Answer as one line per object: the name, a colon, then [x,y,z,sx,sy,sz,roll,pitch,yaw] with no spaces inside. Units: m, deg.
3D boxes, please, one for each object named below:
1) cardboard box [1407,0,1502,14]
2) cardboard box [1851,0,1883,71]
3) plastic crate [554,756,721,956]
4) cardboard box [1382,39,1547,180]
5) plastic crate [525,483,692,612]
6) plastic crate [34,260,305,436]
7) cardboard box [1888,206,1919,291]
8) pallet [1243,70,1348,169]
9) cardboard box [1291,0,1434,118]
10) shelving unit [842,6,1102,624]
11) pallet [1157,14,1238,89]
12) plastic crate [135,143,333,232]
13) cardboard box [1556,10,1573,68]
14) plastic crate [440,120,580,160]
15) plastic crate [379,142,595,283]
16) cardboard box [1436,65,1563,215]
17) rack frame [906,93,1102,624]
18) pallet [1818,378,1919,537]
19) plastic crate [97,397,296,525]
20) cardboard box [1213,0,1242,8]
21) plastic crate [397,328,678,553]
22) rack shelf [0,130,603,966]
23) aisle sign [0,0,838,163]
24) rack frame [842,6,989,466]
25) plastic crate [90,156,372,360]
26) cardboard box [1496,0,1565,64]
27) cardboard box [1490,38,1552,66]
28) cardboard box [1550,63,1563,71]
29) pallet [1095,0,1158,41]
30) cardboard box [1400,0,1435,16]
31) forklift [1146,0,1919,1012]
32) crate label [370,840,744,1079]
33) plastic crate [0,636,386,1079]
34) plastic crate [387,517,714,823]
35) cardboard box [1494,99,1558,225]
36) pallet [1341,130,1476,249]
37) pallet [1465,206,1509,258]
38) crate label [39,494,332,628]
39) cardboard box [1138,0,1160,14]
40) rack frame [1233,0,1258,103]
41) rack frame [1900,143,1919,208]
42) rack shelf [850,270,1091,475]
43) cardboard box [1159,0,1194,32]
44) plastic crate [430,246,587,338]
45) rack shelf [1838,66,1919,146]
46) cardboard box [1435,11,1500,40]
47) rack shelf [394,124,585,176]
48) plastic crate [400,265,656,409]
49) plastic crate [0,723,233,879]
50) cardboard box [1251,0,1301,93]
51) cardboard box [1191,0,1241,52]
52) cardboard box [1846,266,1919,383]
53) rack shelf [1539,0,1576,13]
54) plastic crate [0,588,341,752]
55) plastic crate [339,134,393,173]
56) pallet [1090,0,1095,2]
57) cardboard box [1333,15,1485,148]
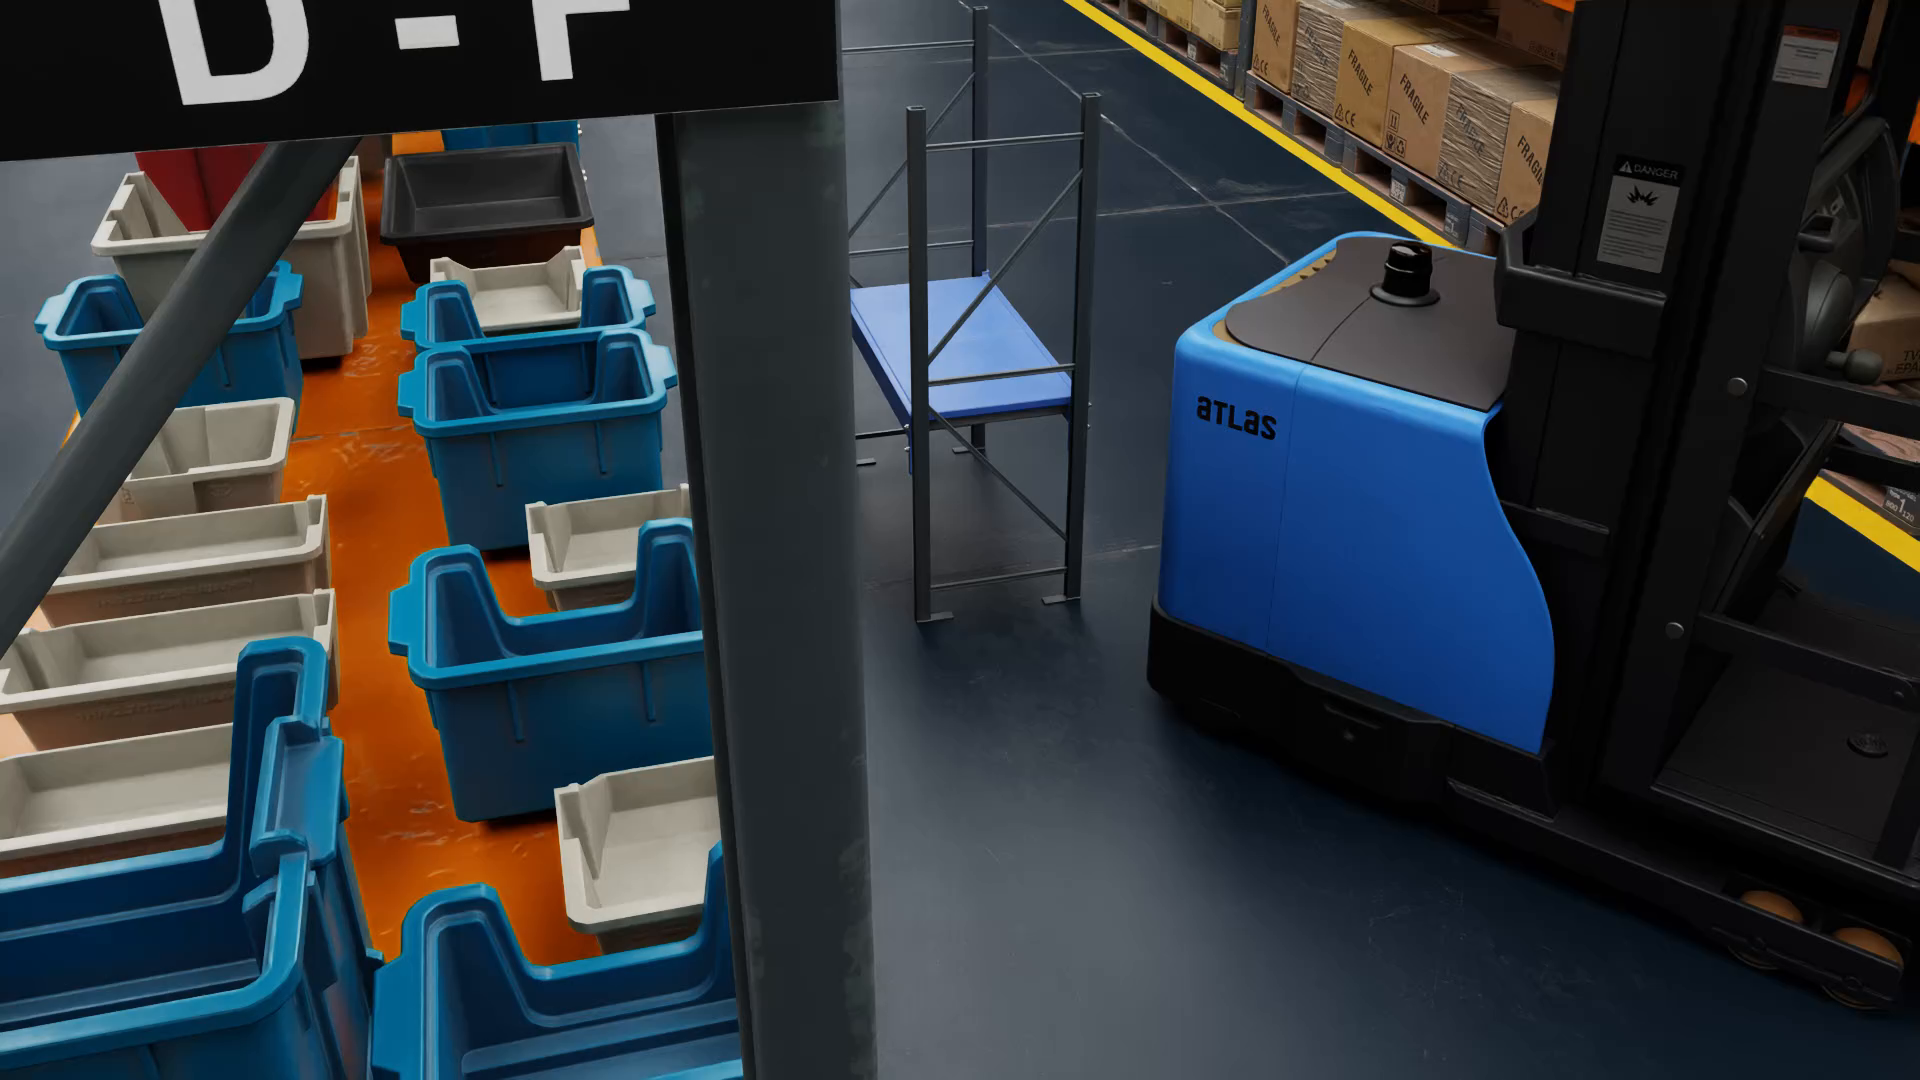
cardboard box: [2.591,-2.909,8.589,0.500,0.250,0.500,-7,31,-11]
cardboard box: [3.032,-1.752,5.183,0.500,0.500,0.500,-7,31,-12]
plastic crate: [-0.309,0.357,1.843,0.250,0.136,0.298,-8,31,-13]
cardboard box: [2.359,-2.028,7.815,0.500,0.500,0.500,-9,31,-15]
plastic crate: [-0.489,0.029,2.409,0.250,0.136,0.298,-8,31,-13]
plastic crate: [-1.348,-0.314,2.905,0.416,0.233,0.300,-8,31,-13]
cardboard box: [3.584,-0.862,5.802,0.500,0.500,0.500,-8,31,-13]
pallet: [2.259,-2.351,9.101,1.003,0.211,1.213,-8,31,-13]
cardboard box: [2.087,-2.522,8.669,0.500,0.500,0.500,-9,31,-15]
shelving unit: [-0.023,-0.690,4.945,0.538,1.500,1.048,-8,31,-13]
pallet: [1.917,-3.119,10.428,1.003,0.211,1.213,-8,31,-13]
plastic crate: [-1.622,-0.924,3.728,0.402,0.464,0.583,-8,31,-13]
cardboard box: [3.000,-2.173,7.318,0.500,0.250,0.500,-8,31,-13]
plastic crate: [-1.165,-1.173,4.239,0.392,0.384,0.575,-8,31,-13]
plastic crate: [-1.061,-0.737,3.743,0.437,0.125,0.590,-8,31,-13]
cardboard box: [2.496,-1.782,7.391,0.500,0.500,0.500,-7,31,-13]
rack frame: [0.112,-0.445,4.521,0.500,1.500,0.032,-8,31,-13]
pallet: [3.341,-0.453,5.821,1.003,0.211,1.213,-8,31,-13]
plastic crate: [-1.204,-0.098,2.628,0.298,0.136,0.250,-8,31,-13]
cardboard box: [1.721,-3.378,9.857,0.500,0.311,0.500,-7,31,-12]
plastic crate: [-0.653,-0.155,2.631,0.416,0.233,0.300,-8,31,-13]
rack shelf: [-1.087,-0.057,3.073,1.077,0.370,4.000,-8,31,-13]
aisle sign: [-0.250,-0.532,0.581,0.394,0.787,0.004,-8,31,-13]
rack frame: [-0.158,-0.936,5.370,0.500,1.500,0.032,-8,31,-13]
plastic crate: [-1.390,-0.547,3.260,0.437,0.282,0.530,-8,31,-13]
cardboard box: [2.867,-2.416,7.737,0.500,0.250,0.500,-8,31,-14]
cardboard box: [2.854,-2.109,7.955,0.500,0.500,0.500,-9,31,-15]
cardboard box: [2.988,-1.864,7.533,0.500,0.500,0.500,-7,31,-13]
pallet: [1.596,-3.707,11.444,1.003,0.211,1.213,-8,31,-13]
cardboard box: [2.572,-2.611,8.823,0.500,0.500,0.500,-7,31,-11]
forklift: [1.983,-0.577,3.322,3.031,2.935,1.130,21,36,31]
crate label: [-0.304,0.481,1.532,0.416,0.233,0.303,-8,31,-13]
plastic crate: [-0.825,0.419,1.436,0.616,0.435,0.499,-8,31,-13]
plastic crate: [-0.479,0.163,2.082,0.416,0.233,0.300,-8,31,-13]
cardboard box: [2.629,-1.540,6.972,0.500,0.500,0.500,-8,31,-13]
pallet: [2.579,-1.763,8.085,1.003,0.211,1.213,-8,31,-13]
pallet: [2.907,-1.172,7.065,1.003,0.211,1.213,-8,31,-13]
crate label: [-1.107,0.043,2.385,0.396,0.136,0.243,-8,31,-13]
cardboard box: [1.452,-3.628,10.850,0.500,0.250,0.500,-7,31,-12]
rack frame: [2.097,-3.923,9.034,1.000,3.000,0.127,-8,31,-13]
rack frame: [3.159,-1.991,5.696,1.000,3.000,0.127,-8,31,-13]
rack shelf: [-0.023,-0.535,5.036,0.538,0.185,1.000,-8,31,-13]
cardboard box: [1.582,-3.385,10.430,0.500,0.250,0.500,-8,31,-14]
plastic crate: [-0.865,-0.445,3.228,0.293,0.136,0.466,-8,31,-13]
rack shelf: [3.690,-0.714,4.207,1.077,0.370,4.000,-8,31,-13]
cardboard box: [2.709,-2.361,8.391,0.500,0.500,0.500,-9,31,-15]
rack shelf: [-2.148,-1.989,6.410,1.077,0.370,4.000,-8,31,-13]
plastic crate: [-0.733,-0.300,2.881,0.416,0.233,0.300,-8,31,-13]
plastic crate: [-0.947,0.316,1.914,0.396,0.136,0.243,-8,31,-13]
cardboard box: [1.943,-2.774,9.104,0.500,0.500,0.500,-7,31,-11]
cardboard box: [1.723,-3.137,10.000,0.500,0.250,0.500,-7,31,-12]
cardboard box: [3.062,-0.787,5.860,0.500,0.311,0.500,-8,31,-13]
rack shelf: [2.628,-2.646,7.545,1.077,0.370,4.000,-8,31,-13]
plastic crate: [-1.010,0.174,2.159,0.396,0.136,0.243,-8,31,-13]
plastic crate: [-1.632,-1.003,4.191,0.396,0.136,0.243,-8,31,-13]
pallet: [1.269,-4.298,12.464,1.003,0.211,1.213,-8,31,-13]
cardboard box: [2.215,-2.279,8.249,0.500,0.500,0.500,-8,31,-14]
